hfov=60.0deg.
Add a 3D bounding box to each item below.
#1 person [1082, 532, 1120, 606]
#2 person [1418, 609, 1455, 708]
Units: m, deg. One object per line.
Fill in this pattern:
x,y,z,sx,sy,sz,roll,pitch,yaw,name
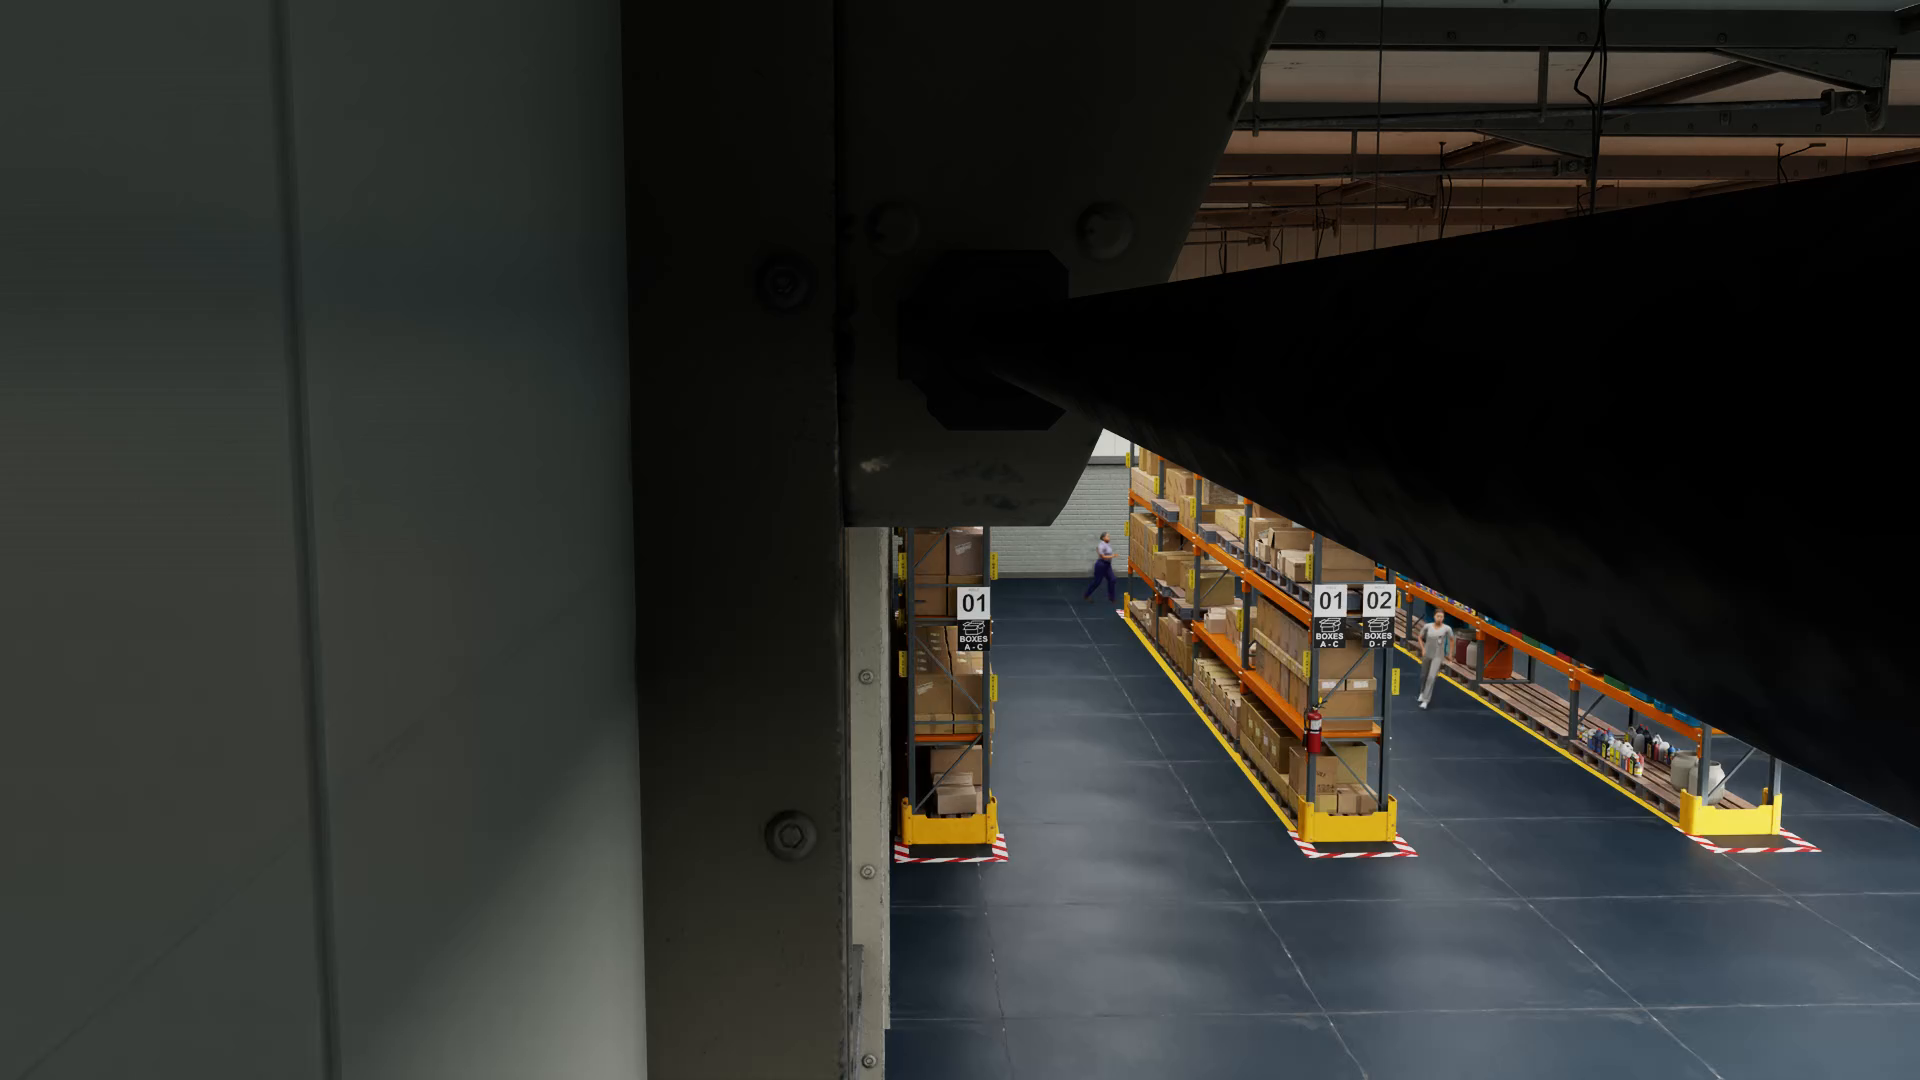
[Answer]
3.233,0.658,37.945,0.852,1.681,0.601,3,8,22,person
7.874,1.945,27.596,0.595,1.647,0.947,4,8,27,person
